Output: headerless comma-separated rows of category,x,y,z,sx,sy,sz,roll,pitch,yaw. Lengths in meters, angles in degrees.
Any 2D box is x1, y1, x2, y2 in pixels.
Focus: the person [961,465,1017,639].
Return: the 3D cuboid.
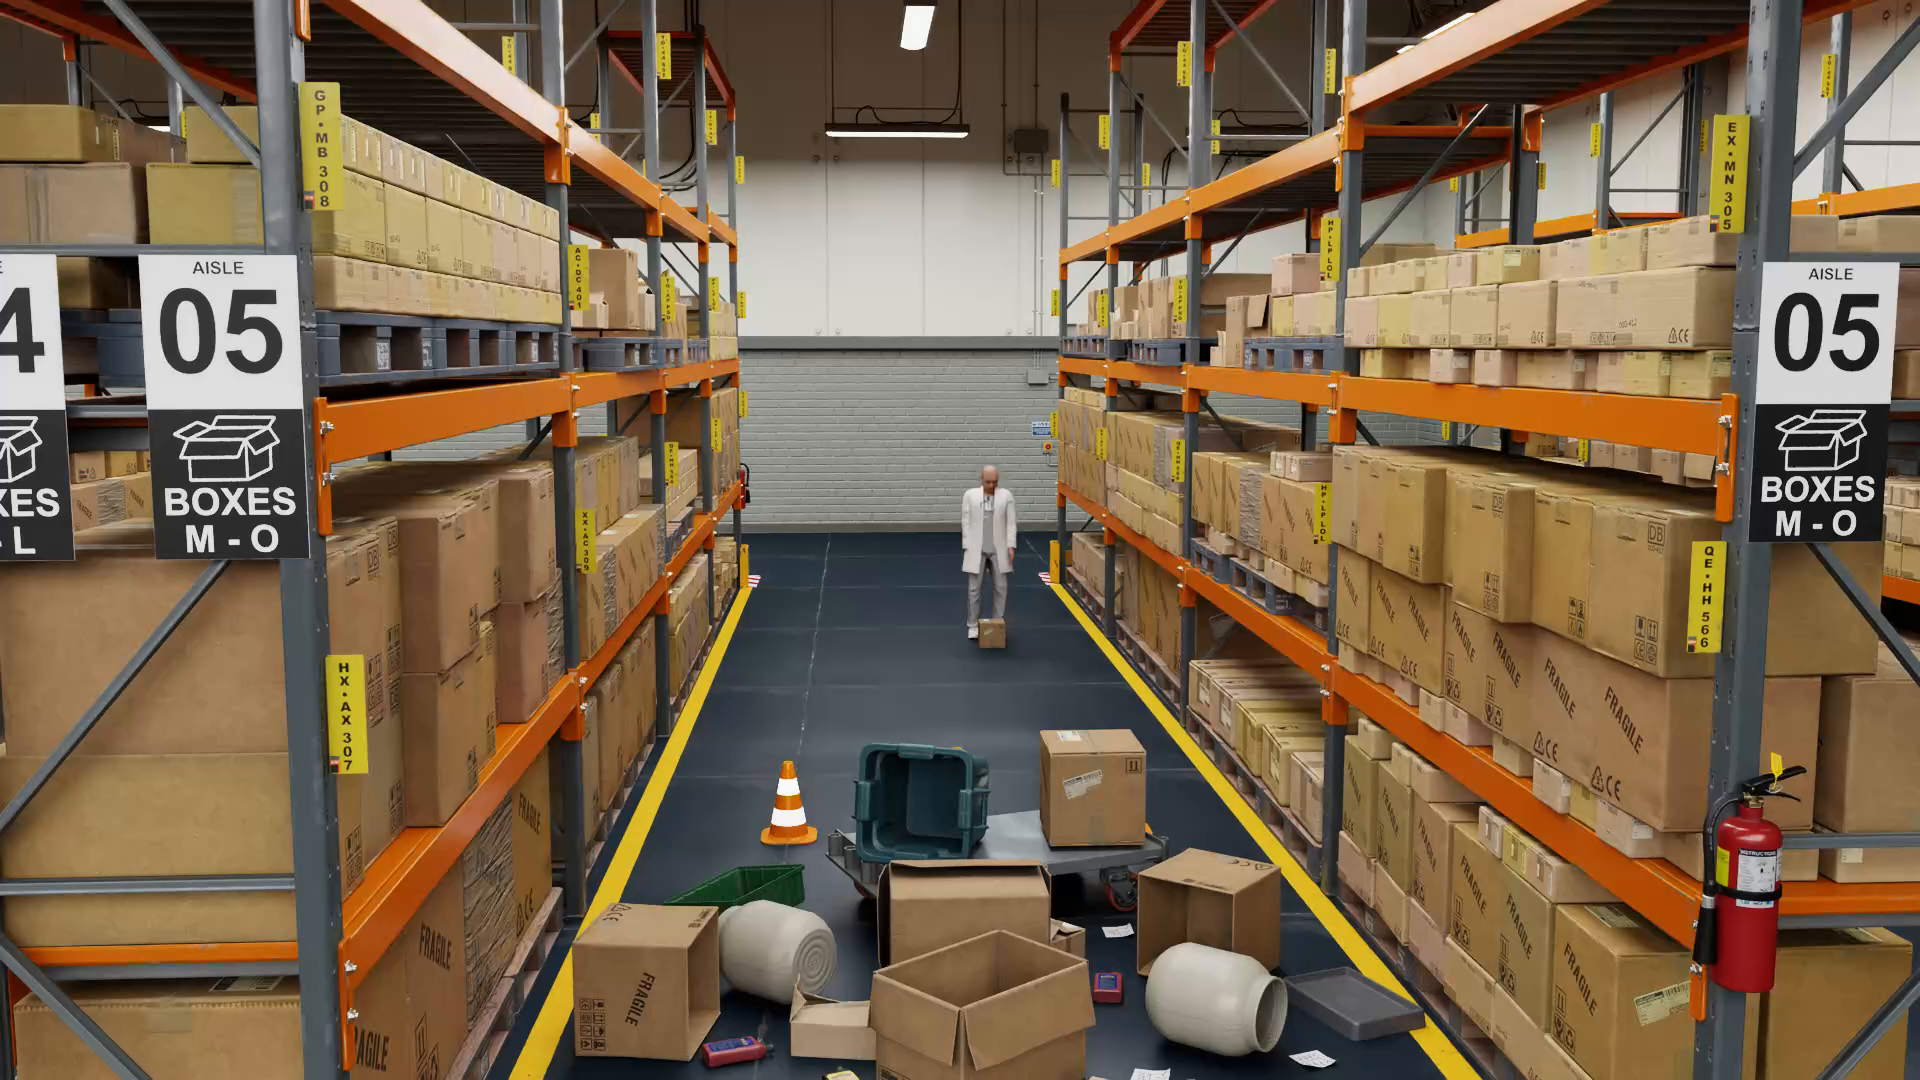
person,0.299,0.120,16.890,0.569,1.761,0.378,0,7,-3
